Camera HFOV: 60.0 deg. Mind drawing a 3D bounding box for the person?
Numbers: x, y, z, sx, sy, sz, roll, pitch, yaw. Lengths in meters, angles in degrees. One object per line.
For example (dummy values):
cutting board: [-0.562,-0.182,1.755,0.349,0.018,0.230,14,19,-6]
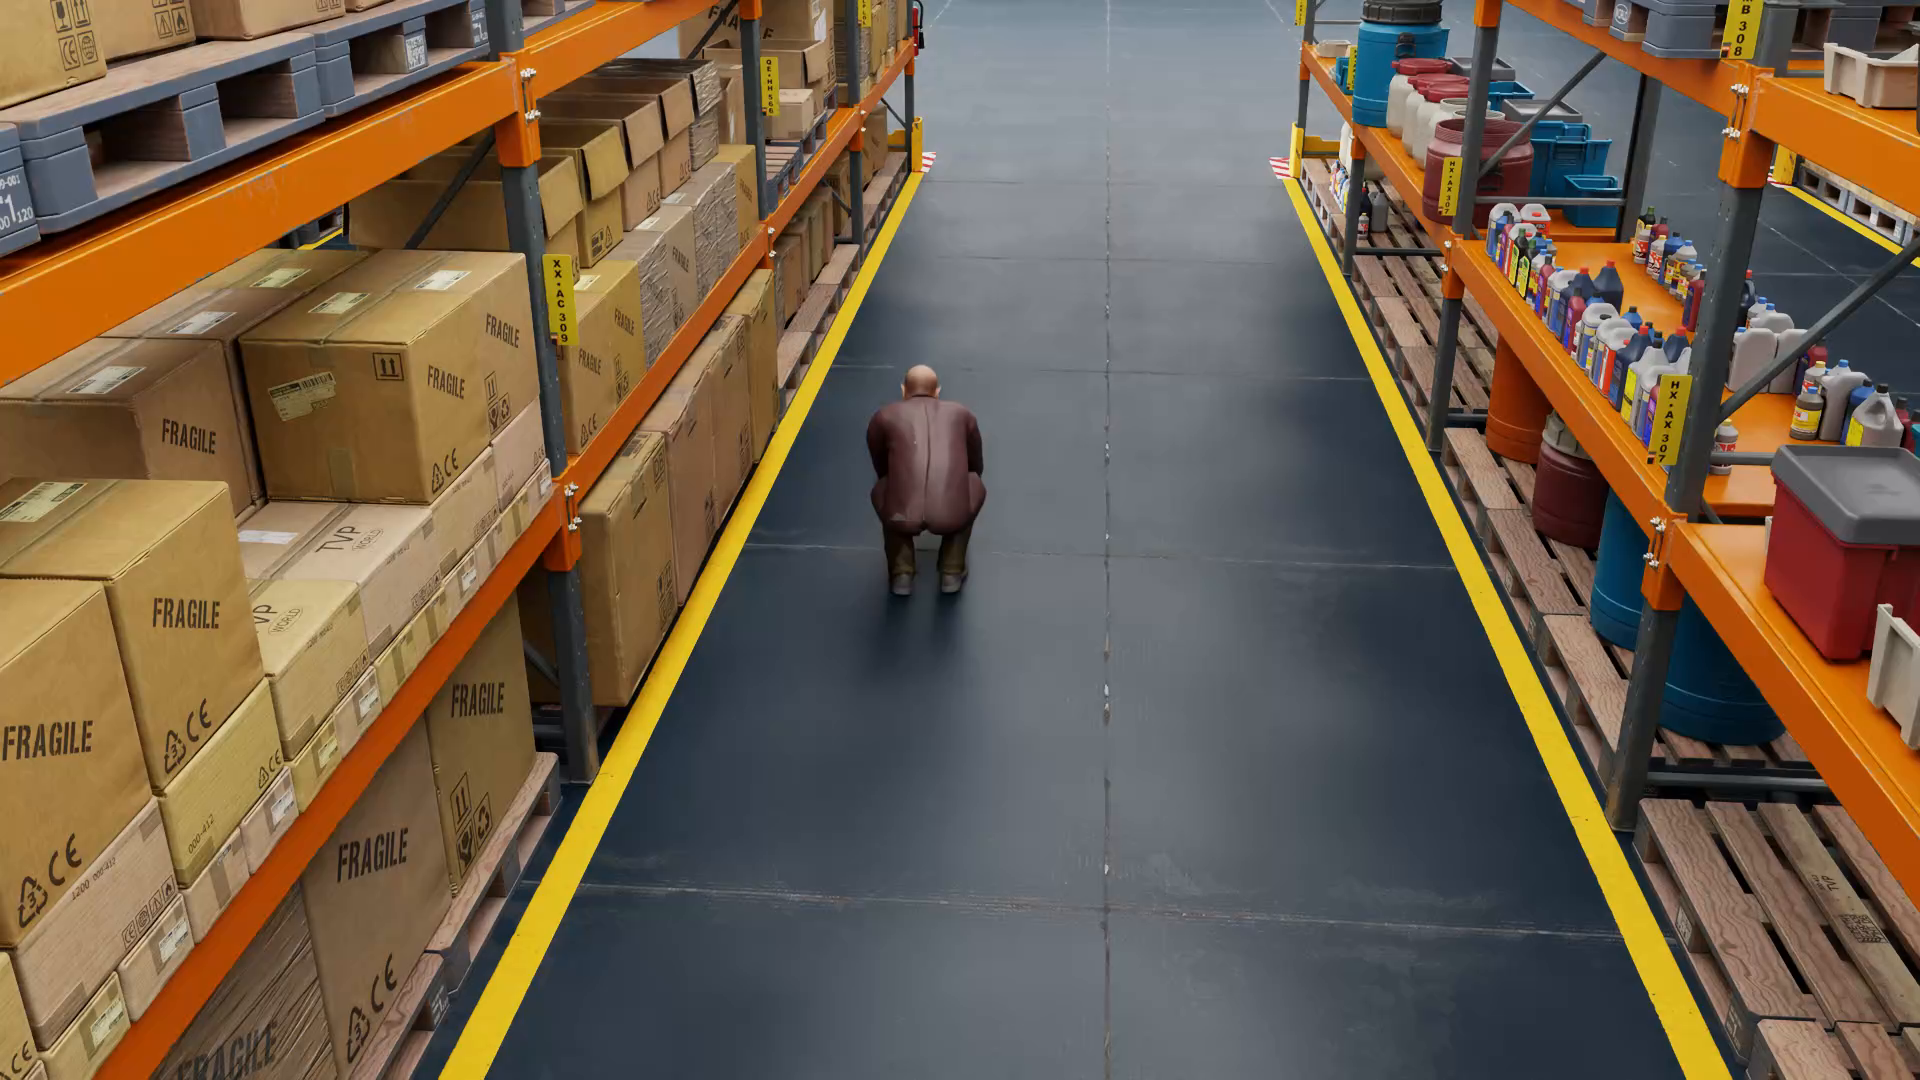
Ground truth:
person: [-0.167,-0.290,8.238,0.609,0.986,0.911,2,24,4]
